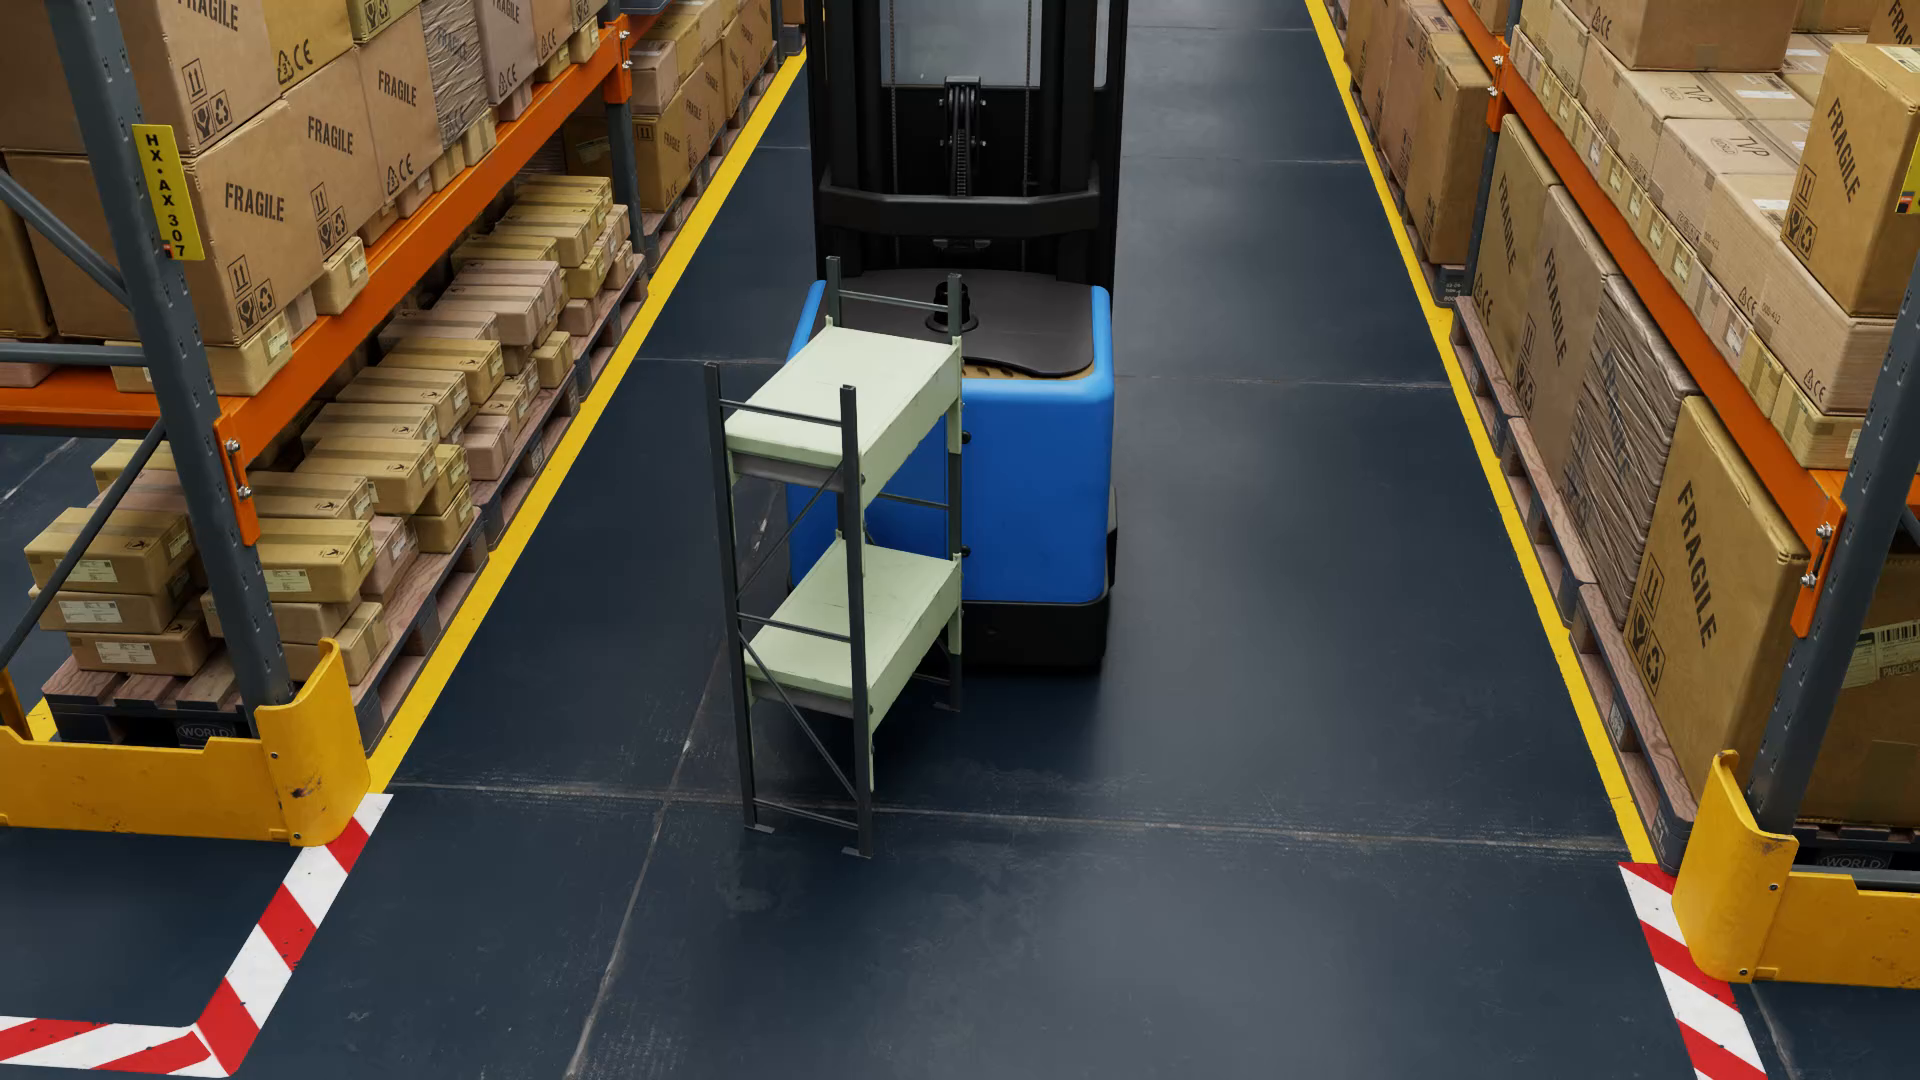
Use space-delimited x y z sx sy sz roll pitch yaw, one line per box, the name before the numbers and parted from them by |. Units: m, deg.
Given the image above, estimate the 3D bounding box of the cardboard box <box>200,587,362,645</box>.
cardboard box | -2.089 0.184 5.126 0.380 0.149 0.250 4 32 6

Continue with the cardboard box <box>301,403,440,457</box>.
cardboard box | -2.018 -0.348 5.705 0.380 0.149 0.250 1 32 2

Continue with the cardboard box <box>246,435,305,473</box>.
cardboard box | -2.464 -0.249 5.829 0.380 0.149 0.250 2 32 3

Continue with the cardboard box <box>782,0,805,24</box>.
cardboard box | -1.597 -4.180 11.918 1.050 0.750 0.750 2 32 3

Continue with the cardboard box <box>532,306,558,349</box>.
cardboard box | -1.904 -0.922 6.921 0.380 0.149 0.250 3 32 5

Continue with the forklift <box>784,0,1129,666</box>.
forklift | 0.034 -1.578 6.017 1.130 2.935 3.031 2 32 3

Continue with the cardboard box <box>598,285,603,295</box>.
cardboard box | -1.858 -1.166 7.600 0.380 0.149 0.250 3 32 5

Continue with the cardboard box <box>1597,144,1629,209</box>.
cardboard box | 2.393 -1.226 5.619 0.380 0.149 0.250 2 32 3

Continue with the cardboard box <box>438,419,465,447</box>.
cardboard box | -2.022 -0.361 6.010 0.380 0.149 0.250 1 32 2

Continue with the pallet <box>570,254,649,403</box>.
pallet | -2.081 -1.013 7.693 1.003 0.211 1.213 2 32 4

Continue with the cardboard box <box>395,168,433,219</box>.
cardboard box | -2.000 -1.193 5.566 0.380 0.149 0.250 2 32 3

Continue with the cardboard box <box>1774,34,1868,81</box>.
cardboard box | 3.018 -1.571 5.800 0.500 0.250 0.500 3 32 5

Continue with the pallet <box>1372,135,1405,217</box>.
pallet | 2.958 -2.147 9.533 1.003 0.211 1.213 2 32 4

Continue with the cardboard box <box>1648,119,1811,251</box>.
cardboard box | 2.406 -1.055 4.963 0.500 0.250 0.500 1 32 2

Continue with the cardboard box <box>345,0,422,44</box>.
cardboard box | -1.987 -1.815 5.004 0.500 0.500 0.500 2 32 3

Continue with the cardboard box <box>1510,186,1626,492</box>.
cardboard box | 2.667 -0.750 6.233 0.875 0.875 0.875 2 32 4

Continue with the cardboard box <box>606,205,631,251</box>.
cardboard box | -1.770 -1.466 7.804 0.380 0.149 0.250 3 32 5

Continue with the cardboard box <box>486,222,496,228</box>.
cardboard box | -2.410 -1.469 7.808 0.380 0.149 0.250 4 32 6

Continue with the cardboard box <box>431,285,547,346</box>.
cardboard box | -1.864 -0.889 6.583 0.380 0.149 0.250 1 32 2

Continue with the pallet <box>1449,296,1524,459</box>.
pallet | 2.734 -0.707 7.196 1.003 0.211 1.213 2 32 4

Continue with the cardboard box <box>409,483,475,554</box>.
cardboard box | -1.942 -0.086 5.848 0.380 0.149 0.250 3 32 5

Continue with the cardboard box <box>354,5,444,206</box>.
cardboard box | -2.005 -1.390 5.268 0.500 0.500 0.500 3 32 5

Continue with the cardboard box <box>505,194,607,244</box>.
cardboard box | -1.812 -1.439 7.476 0.380 0.149 0.250 3 32 5

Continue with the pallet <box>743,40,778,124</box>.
pallet | -1.801 -3.049 10.996 1.003 0.211 1.213 2 32 4

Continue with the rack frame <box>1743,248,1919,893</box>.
rack frame | 2.548 -0.197 3.710 1.000 3.000 0.127 2 32 4

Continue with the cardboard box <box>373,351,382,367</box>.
cardboard box | -2.480 -0.791 6.707 0.380 0.149 0.250 2 32 4

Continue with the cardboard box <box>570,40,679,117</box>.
cardboard box | -1.738 -2.362 8.491 0.500 0.250 0.500 1 32 2

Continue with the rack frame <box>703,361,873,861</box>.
rack frame | -0.441 0.238 4.435 0.400 1.500 0.023 11 33 17

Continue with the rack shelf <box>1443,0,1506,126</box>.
rack shelf | 3.037 -3.028 8.990 1.077 0.370 4.000 2 32 4

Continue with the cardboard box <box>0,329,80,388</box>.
cardboard box | -2.642 -0.537 4.502 0.380 0.149 0.250 2 32 4

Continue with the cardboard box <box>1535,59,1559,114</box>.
cardboard box | 2.476 -1.766 6.495 0.380 0.149 0.250 3 32 6

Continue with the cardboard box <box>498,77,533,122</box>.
cardboard box | -1.883 -1.733 6.442 0.380 0.149 0.250 1 32 2

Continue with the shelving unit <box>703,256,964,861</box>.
shelving unit | -0.313 0.058 4.727 0.431 1.500 0.755 11 33 17

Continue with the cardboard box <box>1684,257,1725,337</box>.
cardboard box | 2.311 -0.688 4.747 0.380 0.149 0.250 3 32 5

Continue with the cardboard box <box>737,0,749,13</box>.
cardboard box | -1.561 -3.445 10.249 0.500 0.250 0.500 3 32 5

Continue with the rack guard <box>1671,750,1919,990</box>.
rack guard | 2.546 0.880 4.345 1.175 0.500 0.348 2 32 4

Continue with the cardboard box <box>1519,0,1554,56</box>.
cardboard box | 2.574 -2.116 6.685 0.500 0.250 0.500 2 32 3

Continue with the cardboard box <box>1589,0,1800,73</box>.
cardboard box | 2.494 -1.901 5.621 0.500 0.500 0.500 1 32 2

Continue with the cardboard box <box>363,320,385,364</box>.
cardboard box | -2.449 -0.784 6.413 0.380 0.149 0.250 3 32 4

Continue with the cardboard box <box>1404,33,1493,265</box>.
cardboard box | 2.906 -1.898 8.096 1.225 0.875 0.875 3 32 4

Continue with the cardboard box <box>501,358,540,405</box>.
cardboard box | -1.926 -0.624 6.720 0.380 0.149 0.250 3 32 5

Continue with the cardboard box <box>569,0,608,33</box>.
cardboard box | -1.819 -2.457 6.999 0.500 0.500 0.500 3 32 4

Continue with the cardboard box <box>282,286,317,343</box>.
cardboard box | -2.055 -0.645 4.676 0.380 0.149 0.250 4 32 6

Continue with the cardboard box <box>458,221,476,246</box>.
cardboard box | -2.349 -1.324 7.289 0.380 0.149 0.250 2 32 3

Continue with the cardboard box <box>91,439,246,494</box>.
cardboard box | -2.625 -0.237 5.526 0.380 0.149 0.250 2 32 3

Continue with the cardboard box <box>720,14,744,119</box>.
cardboard box | -1.602 -2.855 10.006 0.500 0.500 0.500 1 32 2
